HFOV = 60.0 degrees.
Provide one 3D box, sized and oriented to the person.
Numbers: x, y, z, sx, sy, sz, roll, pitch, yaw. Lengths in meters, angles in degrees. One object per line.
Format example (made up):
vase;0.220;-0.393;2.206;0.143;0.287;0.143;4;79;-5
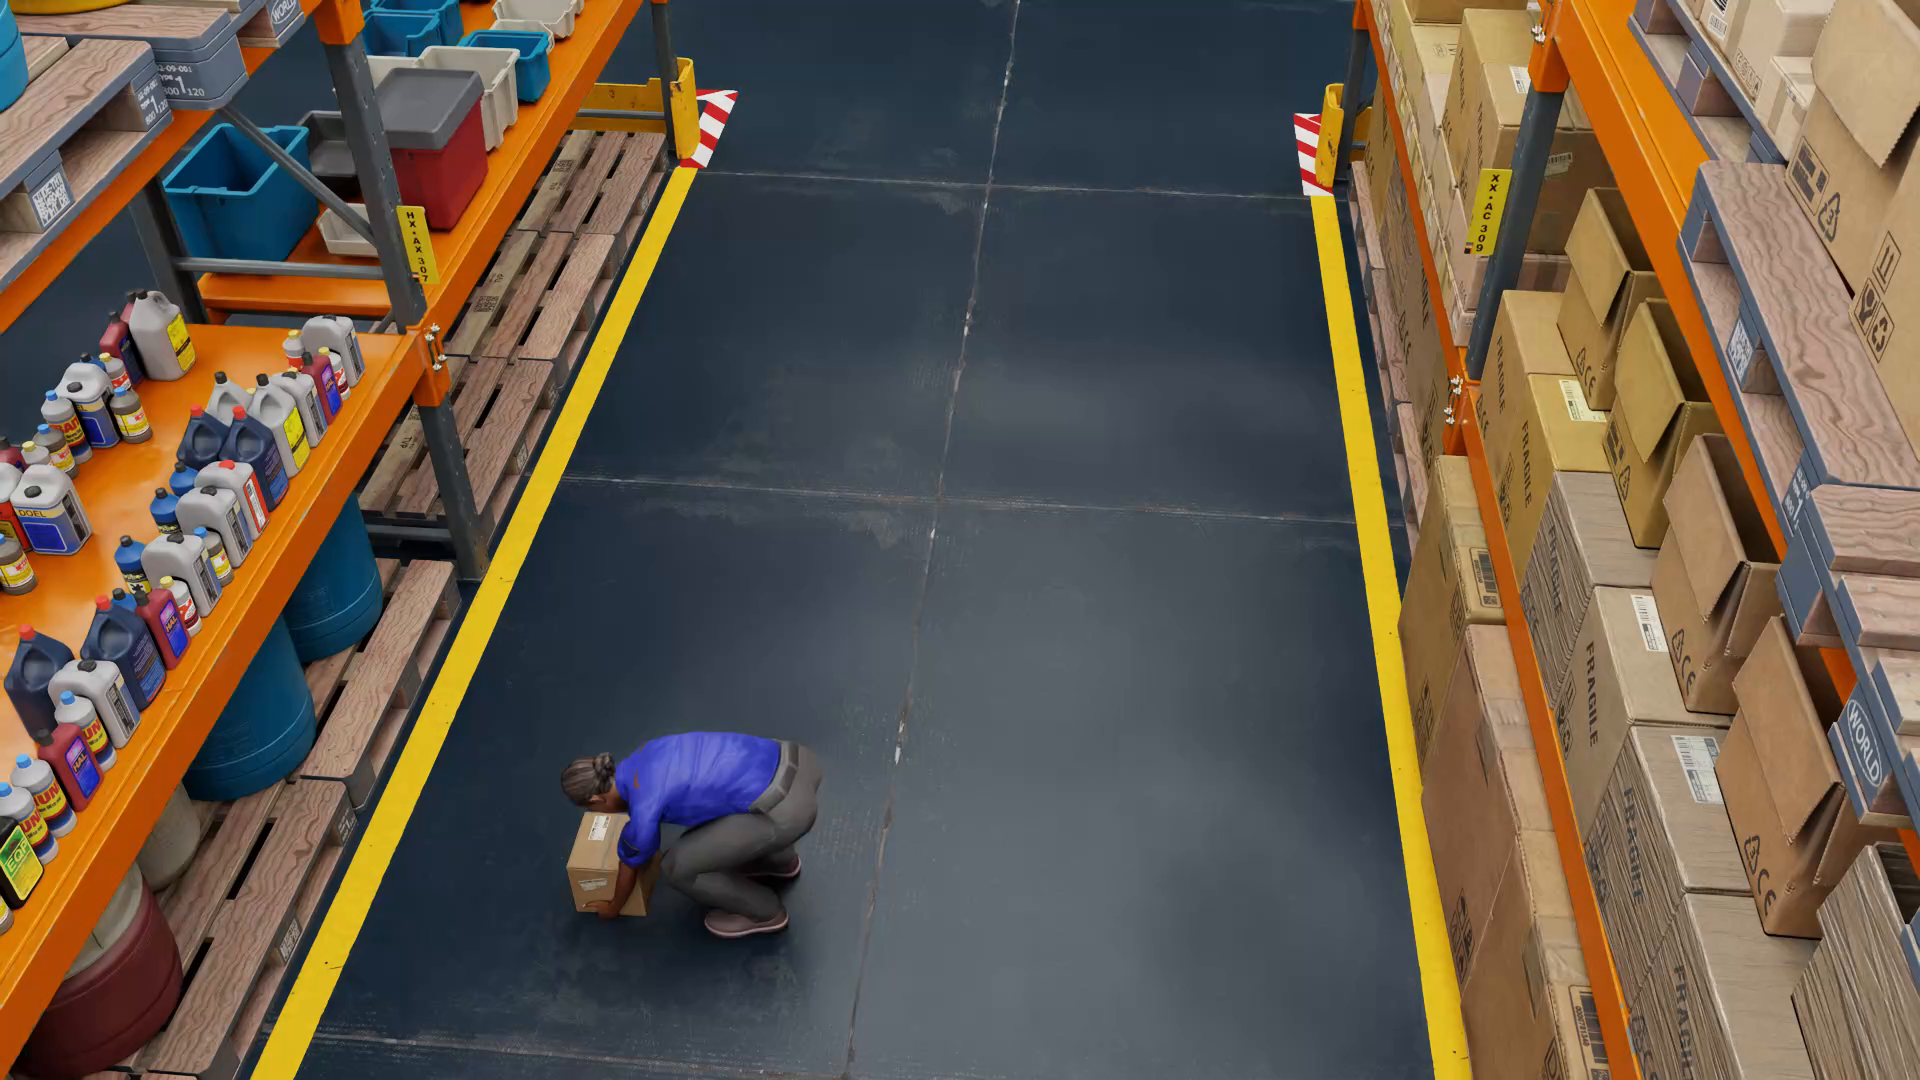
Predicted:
person;-0.897;0.991;5.715;0.873;0.771;0.466;2;40;2
